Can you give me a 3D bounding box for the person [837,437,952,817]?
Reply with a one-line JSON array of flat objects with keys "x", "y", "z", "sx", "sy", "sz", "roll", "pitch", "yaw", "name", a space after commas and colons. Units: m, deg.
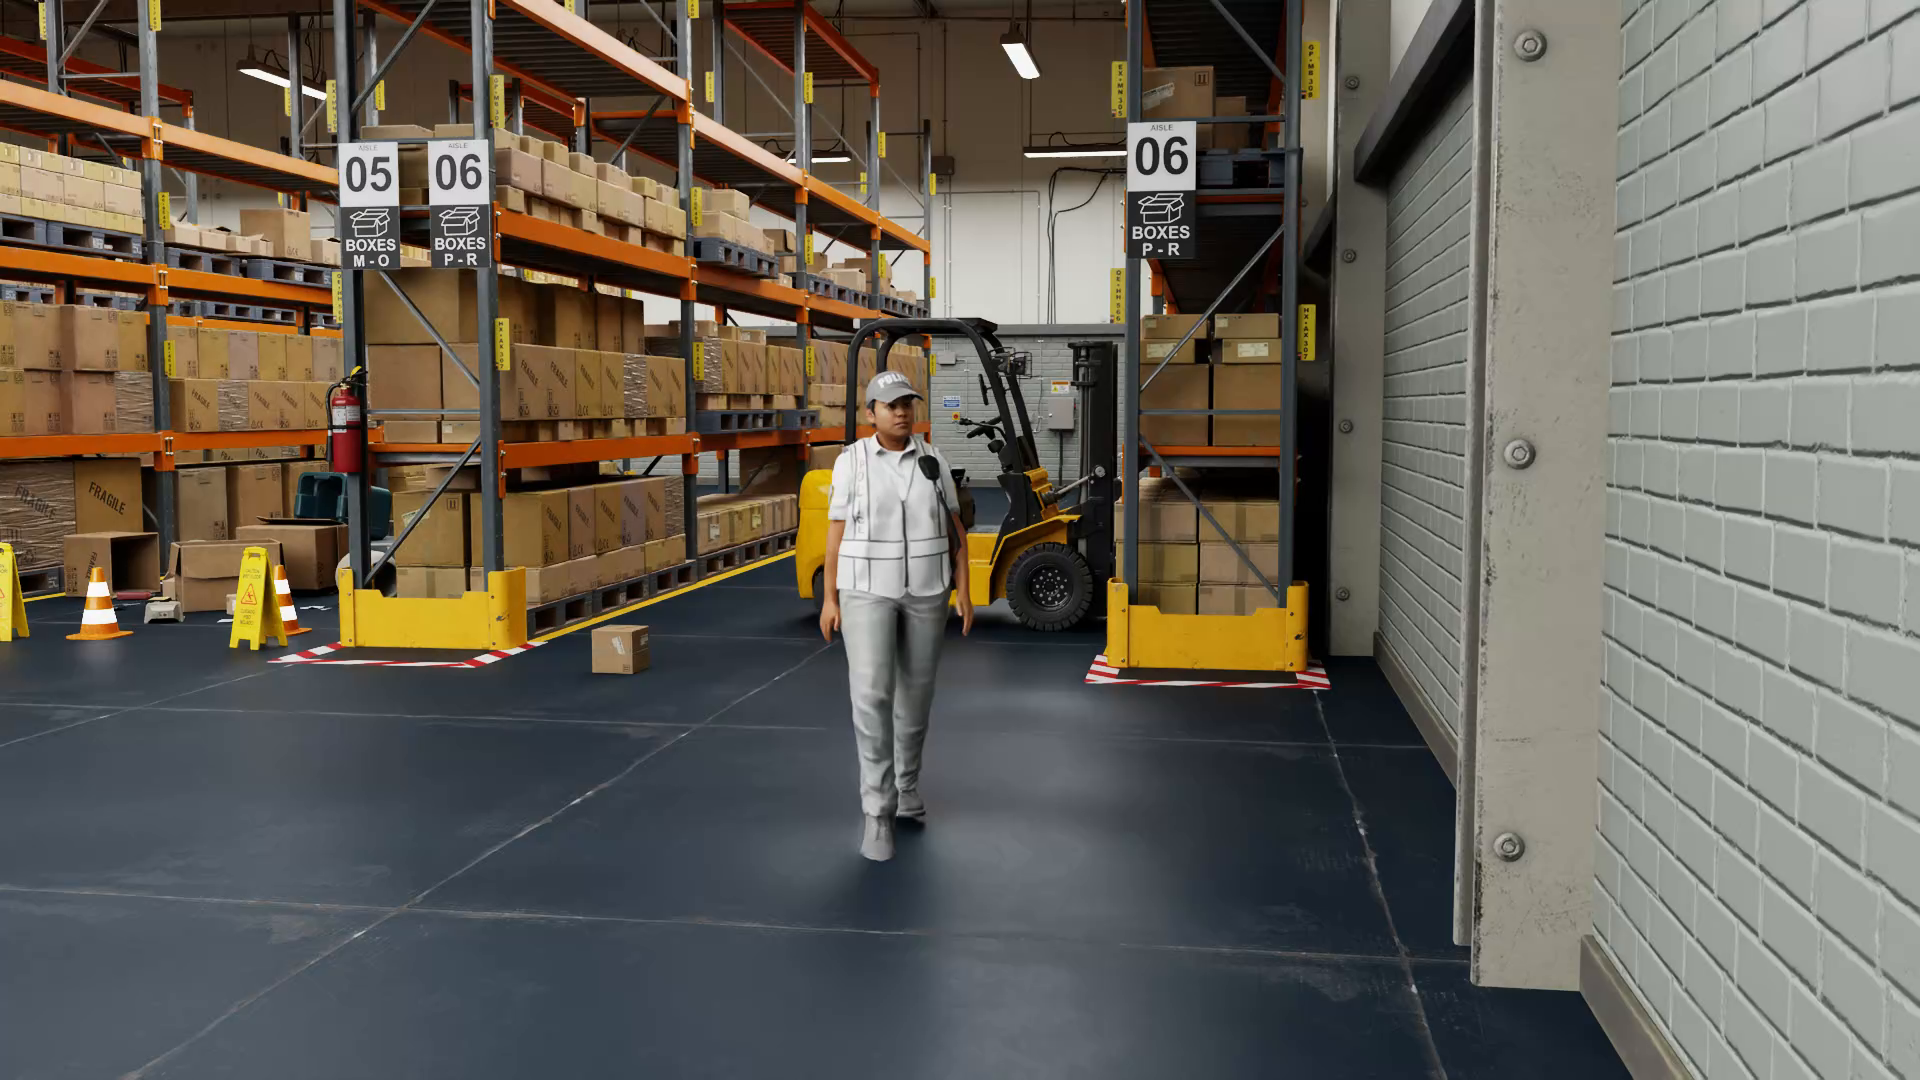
[{"x": -0.232, "y": 0.296, "z": 6.015, "sx": 0.428, "sy": 1.332, "sz": 0.585, "roll": -1, "pitch": 5, "yaw": -17, "name": "person"}]
